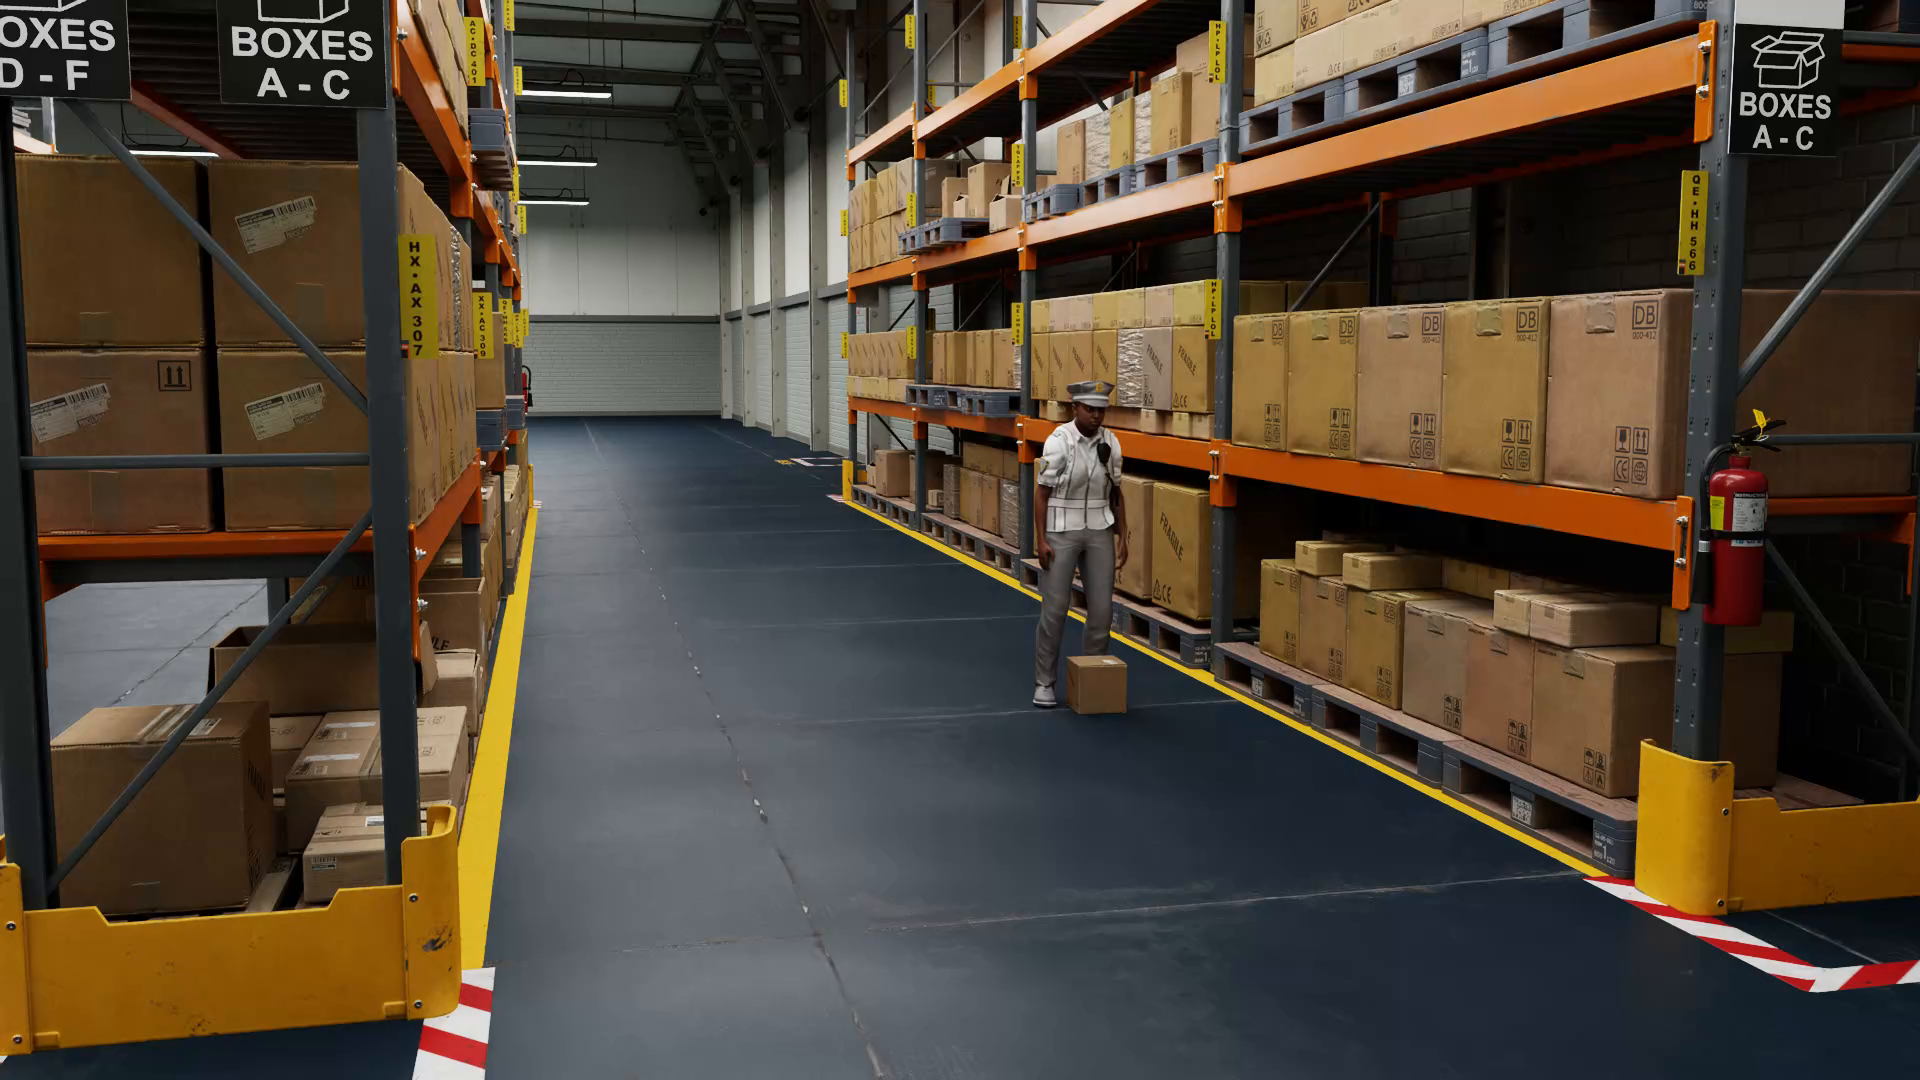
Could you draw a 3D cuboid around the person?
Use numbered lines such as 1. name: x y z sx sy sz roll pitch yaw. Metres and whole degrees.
1. person: 0.612 0.008 8.589 0.532 1.664 0.391 -2 6 -16
